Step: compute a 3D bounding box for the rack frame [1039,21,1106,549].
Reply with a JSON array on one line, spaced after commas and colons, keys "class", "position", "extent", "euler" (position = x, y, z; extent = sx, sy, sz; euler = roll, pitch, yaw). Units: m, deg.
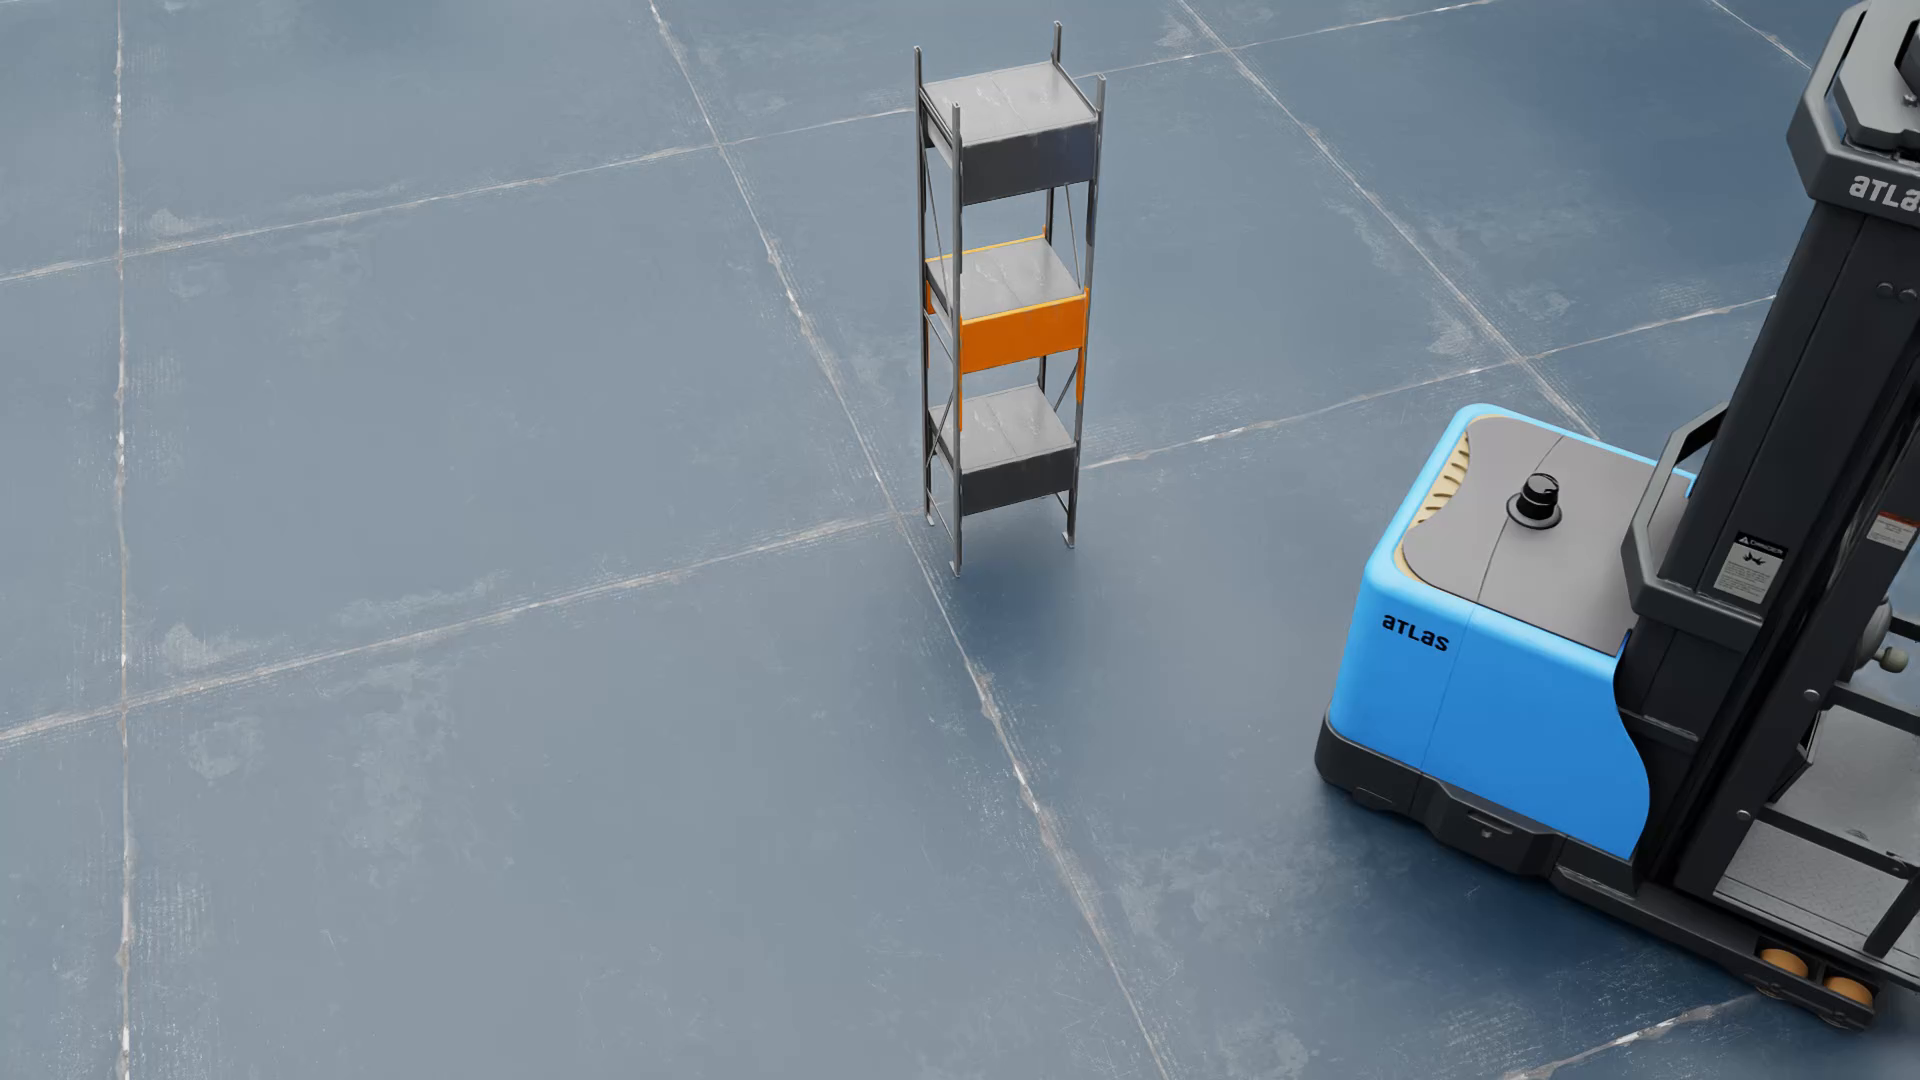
[{"class": "rack frame", "position": [0.385, -0.840, 6.104], "extent": [0.015, 2.100, 0.400], "euler": [-14, 47, -14]}]

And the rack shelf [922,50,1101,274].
[{"class": "rack shelf", "position": [0.156, -1.266, 5.560], "extent": [0.480, 0.518, 0.431], "euler": [-14, 47, -14]}]

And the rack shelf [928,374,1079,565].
[{"class": "rack shelf", "position": [0.156, -0.277, 6.551], "extent": [0.480, 0.518, 0.431], "euler": [-14, 47, -14]}]

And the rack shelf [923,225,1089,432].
[{"class": "rack shelf", "position": [0.156, -0.771, 6.056], "extent": [0.480, 0.518, 0.431], "euler": [-14, 47, -14]}]

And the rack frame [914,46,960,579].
[{"class": "rack frame", "position": [-0.074, -0.722, 5.987], "extent": [0.015, 2.100, 0.400], "euler": [-14, 47, -14]}]

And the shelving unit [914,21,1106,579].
[{"class": "shelving unit", "position": [0.156, -0.781, 6.046], "extent": [0.503, 2.100, 0.431], "euler": [-14, 47, -14]}]

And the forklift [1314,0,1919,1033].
[{"class": "forklift", "position": [2.779, 0.061, 4.620], "extent": [3.031, 2.935, 1.130], "euler": [23, 49, 21]}]
